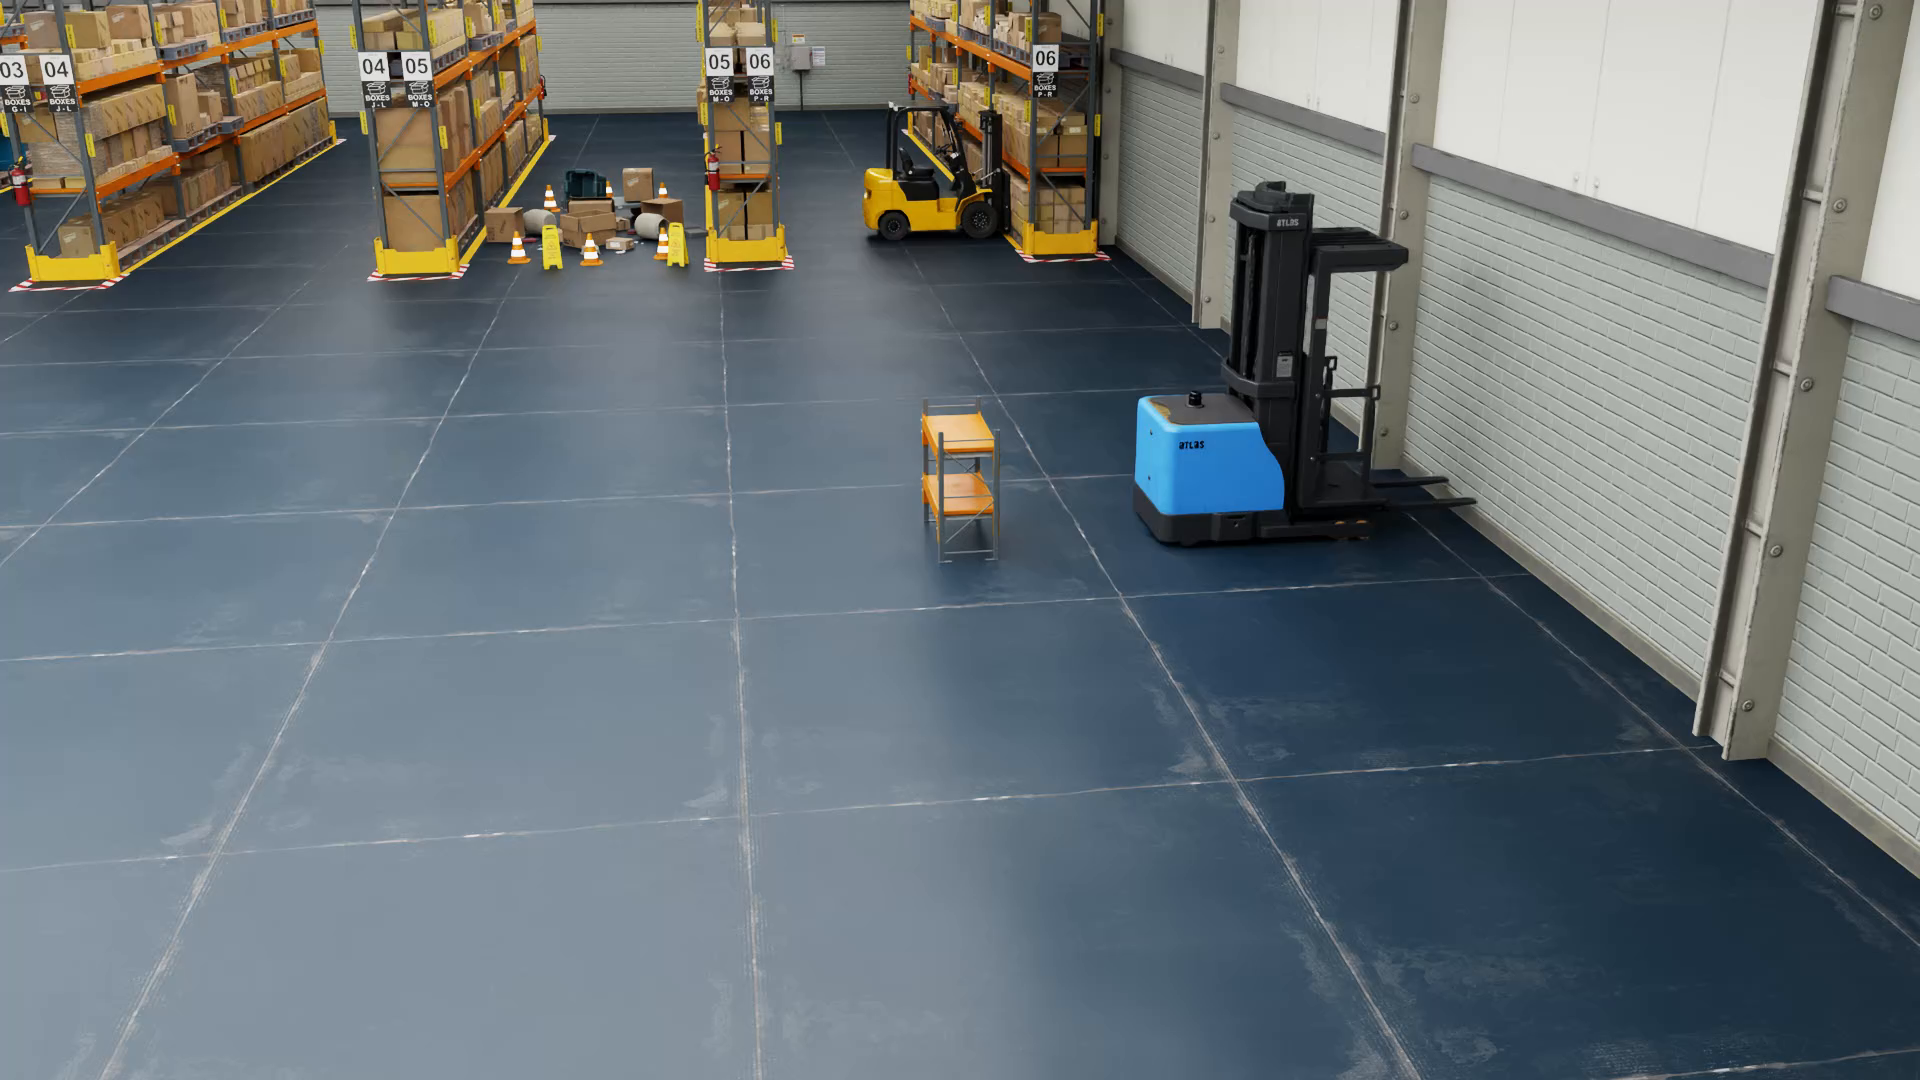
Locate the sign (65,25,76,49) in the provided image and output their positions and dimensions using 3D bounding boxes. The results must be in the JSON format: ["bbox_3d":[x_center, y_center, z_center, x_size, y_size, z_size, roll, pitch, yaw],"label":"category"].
[{"bbox_3d":[-12.586,-7.119,23.527,0.100,0.325,0.005,-3,21,-8],"label":"sign"}]

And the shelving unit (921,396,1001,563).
[{"bbox_3d":[-0.001,-0.529,14.100,0.538,1.125,1.048,-3,21,-8],"label":"shelving unit"}]

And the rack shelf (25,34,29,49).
[{"bbox_3d":[-20.042,-10.942,36.041,1.077,0.370,4.000,-3,21,-8],"label":"rack shelf"}]

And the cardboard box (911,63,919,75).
[{"bbox_3d":[-0.912,-11.466,40.492,0.500,0.250,0.500,-3,21,-7],"label":"cardboard box"}]

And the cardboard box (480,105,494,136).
[{"bbox_3d":[-8.802,-7.643,30.324,0.500,0.500,0.500,-3,21,-7],"label":"cardboard box"}]

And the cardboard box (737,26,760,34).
[{"bbox_3d":[-3.465,-8.364,27.329,0.380,0.149,0.250,-3,21,-9],"label":"cardboard box"}]

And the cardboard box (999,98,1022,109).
[{"bbox_3d":[0.879,-7.510,28.614,0.380,0.149,0.250,-2,21,-7],"label":"cardboard box"}]

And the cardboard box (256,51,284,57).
[{"bbox_3d":[-15.474,-10.705,37.382,0.500,0.500,0.500,-3,21,-9],"label":"cardboard box"}]

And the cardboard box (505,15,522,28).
[{"bbox_3d":[-9.735,-11.155,35.797,0.500,0.250,0.500,-2,21,-5],"label":"cardboard box"}]

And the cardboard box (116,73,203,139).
[{"bbox_3d":[-13.675,-7.421,28.416,1.000,1.000,1.000,-3,21,-7],"label":"cardboard box"}]

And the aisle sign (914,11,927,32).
[{"bbox_3d":[-1.012,-12.794,40.544,0.394,0.787,0.004,-3,21,-8],"label":"aisle sign"}]

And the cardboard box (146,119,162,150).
[{"bbox_3d":[-13.695,-6.689,27.344,0.875,0.500,0.500,-3,21,-8],"label":"cardboard box"}]

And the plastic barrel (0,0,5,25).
[{"bbox_3d":[-19.421,-10.566,33.136,0.600,0.588,0.600,0,20,0],"label":"plastic barrel"}]

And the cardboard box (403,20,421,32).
[{"bbox_3d":[-7.933,-7.528,24.348,0.380,0.149,0.250,-3,21,-7],"label":"cardboard box"}]

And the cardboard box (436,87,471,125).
[{"bbox_3d":[-8.563,-7.139,27.359,0.875,0.550,0.550,-3,21,-8],"label":"cardboard box"}]

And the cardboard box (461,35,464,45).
[{"bbox_3d":[-8.371,-8.211,27.315,0.380,0.149,0.250,-3,21,-7],"label":"cardboard box"}]

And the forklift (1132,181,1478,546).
[{"bbox_3d":[3.109,-1.544,14.235,3.031,2.935,1.130,-3,21,-8],"label":"forklift"}]

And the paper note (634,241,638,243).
[{"bbox_3d":[-5.396,-4.909,27.406,0.148,0.019,0.142,4,21,11],"label":"paper note"}]

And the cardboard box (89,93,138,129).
[{"bbox_3d":[-13.149,-6.655,25.824,0.500,0.500,0.500,-3,21,-8],"label":"cardboard box"}]

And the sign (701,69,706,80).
[{"bbox_3d":[-5.018,-9.060,32.605,0.100,0.325,0.005,-3,21,-8],"label":"sign"}]

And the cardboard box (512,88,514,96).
[{"bbox_3d":[-9.604,-9.422,34.988,0.380,0.149,0.250,-3,21,-8],"label":"cardboard box"}]

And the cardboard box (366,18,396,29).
[{"bbox_3d":[-8.695,-7.761,24.971,0.380,0.149,0.250,-3,21,-7],"label":"cardboard box"}]

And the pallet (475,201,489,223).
[{"bbox_3d":[-8.962,-5.834,29.608,1.003,0.211,1.213,-3,21,-8],"label":"pallet"}]

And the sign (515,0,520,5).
[{"bbox_3d":[-9.381,-11.508,35.225,0.100,0.325,0.005,-3,21,-8],"label":"sign"}]

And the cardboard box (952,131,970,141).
[{"bbox_3d":[0.050,-8.379,34.482,0.380,0.149,0.250,-4,21,-11],"label":"cardboard box"}]

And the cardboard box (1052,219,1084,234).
[{"bbox_3d":[1.718,-5.117,27.032,0.500,0.250,0.500,-3,21,-8],"label":"cardboard box"}]

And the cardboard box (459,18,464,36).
[{"bbox_3d":[-8.451,-8.437,27.352,0.500,0.250,0.500,-3,21,-8],"label":"cardboard box"}]

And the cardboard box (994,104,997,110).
[{"bbox_3d":[0.804,-7.640,29.389,0.380,0.149,0.250,-3,21,-9],"label":"cardboard box"}]

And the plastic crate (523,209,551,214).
[{"bbox_3d":[-7.455,-5.592,28.913,0.450,0.188,0.662,-2,18,24],"label":"plastic crate"}]

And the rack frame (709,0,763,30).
[{"bbox_3d":[-3.893,-9.972,28.128,1.000,3.000,0.127,-3,21,-8],"label":"rack frame"}]

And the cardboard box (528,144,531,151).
[{"bbox_3d":[-9.664,-8.650,36.637,0.380,0.149,0.250,-4,21,-10],"label":"cardboard box"}]

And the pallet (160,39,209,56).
[{"bbox_3d":[-13.835,-8.557,28.895,1.213,0.211,1.003,-3,21,-8],"label":"pallet"}]

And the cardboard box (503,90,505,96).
[{"bbox_3d":[-9.379,-9.017,33.480,0.380,0.149,0.250,-3,21,-8],"label":"cardboard box"}]

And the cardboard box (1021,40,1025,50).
[{"bbox_3d":[1.175,-7.831,26.298,0.380,0.149,0.250,-4,21,-9],"label":"cardboard box"}]

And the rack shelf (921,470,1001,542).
[{"bbox_3d":[-0.001,-0.300,14.185,0.538,0.278,1.000,-3,21,-8],"label":"rack shelf"}]

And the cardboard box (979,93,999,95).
[{"bbox_3d":[0.567,-8.225,30.955,0.380,0.149,0.250,-3,21,-9],"label":"cardboard box"}]

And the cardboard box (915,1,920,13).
[{"bbox_3d":[-0.763,-12.522,39.032,0.500,0.250,0.500,-4,21,-9],"label":"cardboard box"}]

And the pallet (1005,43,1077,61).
[{"bbox_3d":[1.340,-8.061,27.426,1.003,0.211,1.213,-3,21,-8],"label":"pallet"}]

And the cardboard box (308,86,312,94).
[{"bbox_3d":[-14.865,-10.149,37.535,0.380,0.149,0.250,-3,21,-8],"label":"cardboard box"}]

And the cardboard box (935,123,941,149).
[{"bbox_3d":[-0.288,-9.030,37.152,0.500,0.500,0.500,-2,21,-5],"label":"cardboard box"}]

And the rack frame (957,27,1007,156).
[{"bbox_3d":[0.442,-8.798,33.559,1.000,3.000,0.127,-3,21,-8],"label":"rack frame"}]

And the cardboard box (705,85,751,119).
[{"bbox_3d":[-3.781,-7.124,27.079,0.700,0.500,0.500,-3,21,-8],"label":"cardboard box"}]

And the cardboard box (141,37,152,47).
[{"bbox_3d":[-13.366,-8.085,27.008,0.380,0.149,0.250,-2,21,-6],"label":"cardboard box"}]

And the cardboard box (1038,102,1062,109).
[{"bbox_3d":[1.522,-7.274,27.982,0.380,0.149,0.250,-2,21,-6],"label":"cardboard box"}]

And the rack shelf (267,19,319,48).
[{"bbox_3d":[-15.141,-11.192,36.710,1.077,0.370,4.000,-3,21,-8],"label":"rack shelf"}]

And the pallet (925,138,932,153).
[{"bbox_3d":[-0.233,-9.114,38.392,1.003,0.211,1.213,-3,21,-8],"label":"pallet"}]

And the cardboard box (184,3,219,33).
[{"bbox_3d":[-13.959,-9.580,30.509,0.500,0.500,0.500,-2,21,-6],"label":"cardboard box"}]

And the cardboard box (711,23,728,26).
[{"bbox_3d":[-4.104,-8.608,27.984,0.380,0.149,0.250,-2,21,-6],"label":"cardboard box"}]

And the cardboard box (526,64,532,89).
[{"bbox_3d":[-9.867,-10.364,37.184,0.500,0.500,0.500,-3,21,-9],"label":"cardboard box"}]

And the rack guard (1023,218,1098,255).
[{"bbox_3d":[1.599,-4.849,26.558,1.175,0.500,0.348,-3,21,-8],"label":"rack guard"}]

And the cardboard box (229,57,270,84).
[{"bbox_3d":[-14.752,-9.727,34.471,0.797,0.503,0.637,-3,21,-9],"label":"cardboard box"}]

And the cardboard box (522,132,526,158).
[{"bbox_3d":[-9.574,-8.429,35.543,0.500,0.500,0.500,-3,21,-9],"label":"cardboard box"}]
